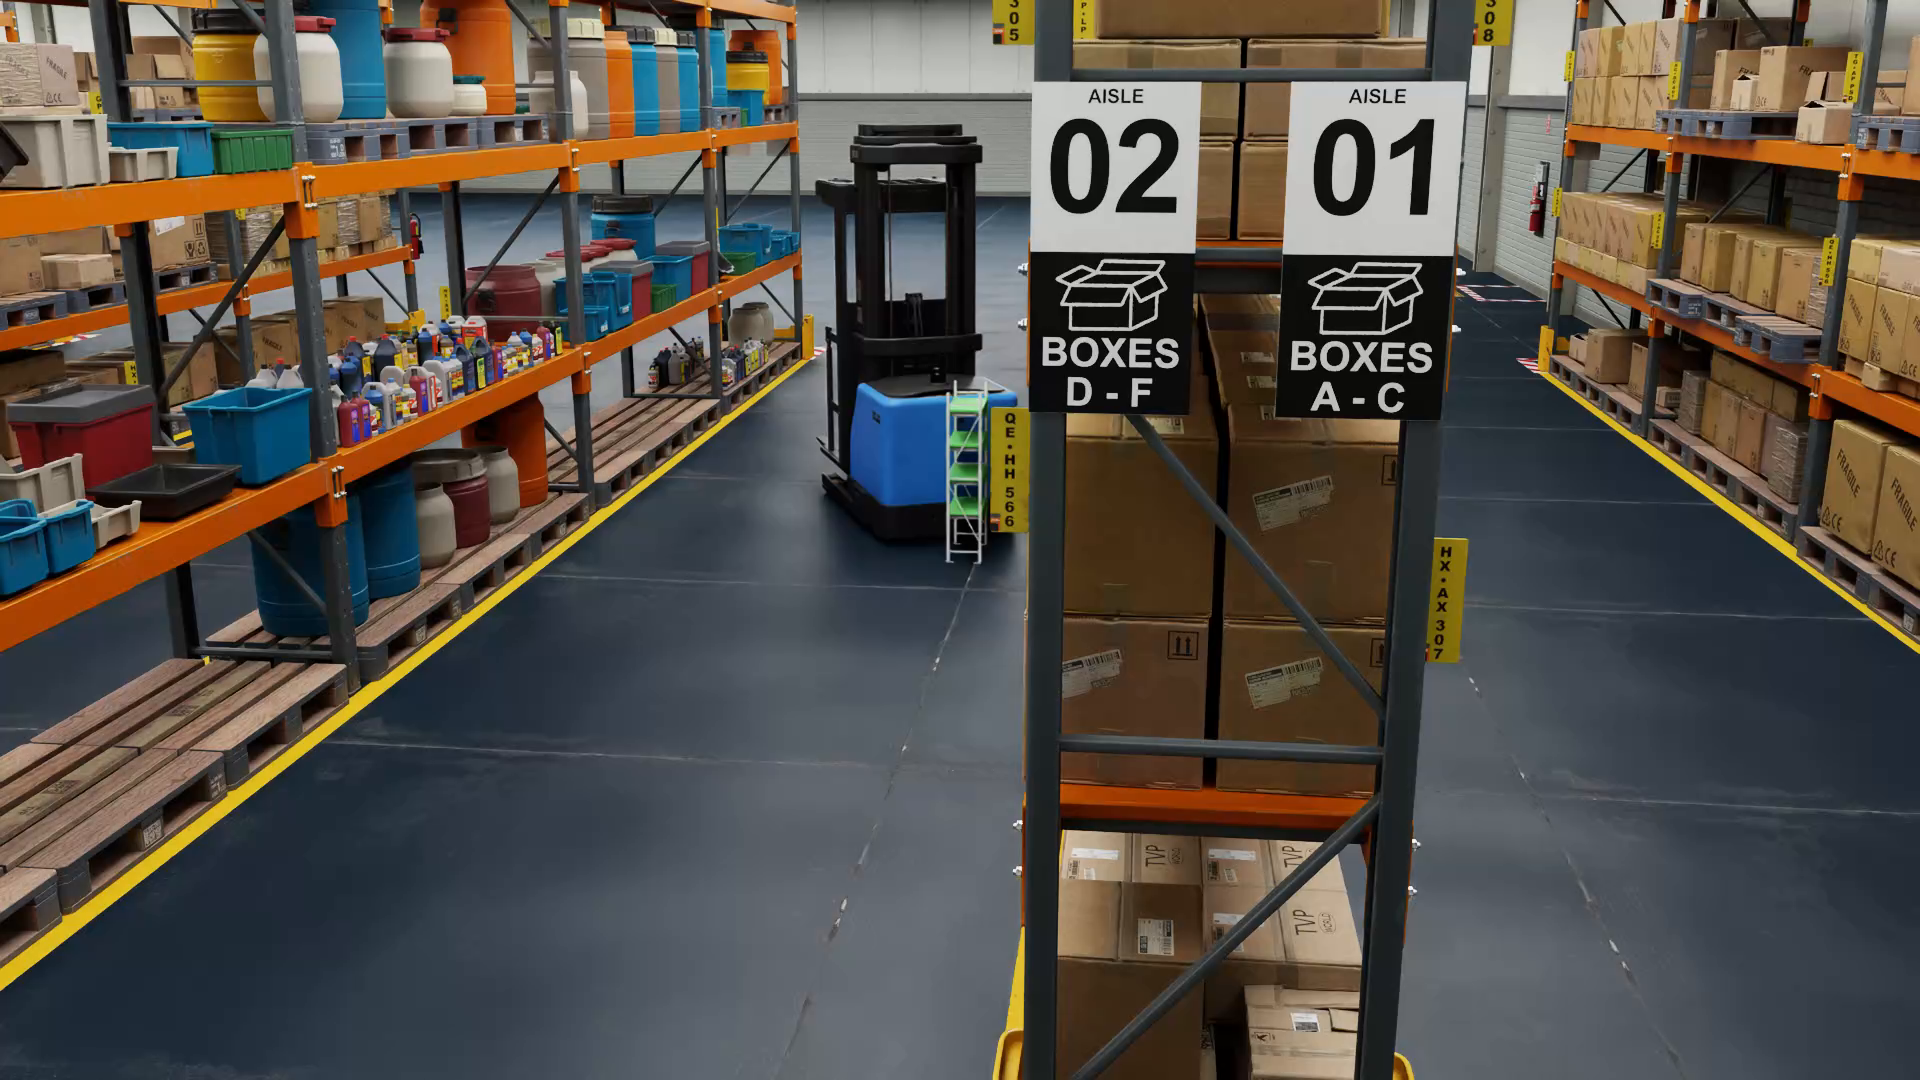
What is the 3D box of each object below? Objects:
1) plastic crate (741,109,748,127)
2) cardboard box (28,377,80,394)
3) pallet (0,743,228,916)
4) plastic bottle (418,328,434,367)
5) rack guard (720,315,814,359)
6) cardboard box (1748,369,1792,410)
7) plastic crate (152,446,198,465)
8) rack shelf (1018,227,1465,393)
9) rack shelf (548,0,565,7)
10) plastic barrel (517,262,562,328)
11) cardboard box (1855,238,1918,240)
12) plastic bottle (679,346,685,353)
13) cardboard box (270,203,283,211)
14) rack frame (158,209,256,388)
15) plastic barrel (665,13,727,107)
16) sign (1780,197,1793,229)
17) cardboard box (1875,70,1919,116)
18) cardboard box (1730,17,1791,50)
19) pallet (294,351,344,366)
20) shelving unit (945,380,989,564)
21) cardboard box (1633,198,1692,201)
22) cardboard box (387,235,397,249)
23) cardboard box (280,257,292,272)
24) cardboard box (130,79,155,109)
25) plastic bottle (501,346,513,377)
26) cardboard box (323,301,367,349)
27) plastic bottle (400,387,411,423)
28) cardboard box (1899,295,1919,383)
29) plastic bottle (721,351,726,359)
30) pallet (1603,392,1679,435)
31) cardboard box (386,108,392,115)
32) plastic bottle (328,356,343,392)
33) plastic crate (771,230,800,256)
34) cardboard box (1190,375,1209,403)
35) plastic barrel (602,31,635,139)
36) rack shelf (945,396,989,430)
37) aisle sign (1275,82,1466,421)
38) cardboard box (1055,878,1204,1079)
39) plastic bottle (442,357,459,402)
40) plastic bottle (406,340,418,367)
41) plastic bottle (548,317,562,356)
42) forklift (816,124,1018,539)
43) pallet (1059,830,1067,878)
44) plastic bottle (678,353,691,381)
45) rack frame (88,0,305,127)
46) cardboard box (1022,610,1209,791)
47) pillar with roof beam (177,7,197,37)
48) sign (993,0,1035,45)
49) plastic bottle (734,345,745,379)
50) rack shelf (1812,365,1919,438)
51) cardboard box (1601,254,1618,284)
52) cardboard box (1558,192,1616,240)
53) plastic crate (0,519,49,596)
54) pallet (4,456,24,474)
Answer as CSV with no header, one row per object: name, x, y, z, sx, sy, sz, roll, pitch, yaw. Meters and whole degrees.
plastic crate,-2.441,-4.451,17.534,0.336,0.188,0.450,2,15,6
cardboard box,-8.157,-1.136,14.564,0.700,0.500,0.500,0,15,2
pallet,-3.972,1.227,7.222,1.003,0.211,1.213,2,15,6
plastic bottle,-3.743,-1.350,11.656,0.097,0.271,0.097,0,15,0
rack guard,-2.400,-2.513,20.499,1.175,0.500,0.348,2,15,6
cardboard box,6.712,-1.210,13.399,0.500,0.250,0.500,2,15,6
plastic crate,-3.987,-0.414,8.336,0.396,0.136,0.243,2,15,6
rack shelf,0.903,-1.064,5.982,1.077,0.370,4.000,2,15,6
rack shelf,-3.567,-3.503,10.022,1.077,0.370,4.000,2,15,6
plastic barrel,-3.437,-1.993,13.573,0.421,0.512,0.421,0,15,0
cardboard box,6.512,-2.038,11.677,0.380,0.149,0.250,0,15,-1
plastic bottle,-3.023,-1.952,18.010,0.152,0.276,0.135,2,15,7
cardboard box,-7.453,-3.763,17.655,0.500,0.500,0.500,2,15,6
rack frame,-7.811,-2.849,16.953,1.000,3.000,0.127,2,15,6
plastic barrel,-2.671,-4.851,16.845,0.600,0.901,0.708,2,15,6
sign,7.506,-2.955,15.127,0.100,0.325,0.005,2,15,6
cardboard box,6.812,-3.060,11.757,0.500,0.500,0.500,2,15,6
cardboard box,7.293,-4.519,15.236,0.500,0.500,0.500,2,15,7
pallet,-7.635,-1.996,19.139,1.003,0.211,1.213,2,15,6
shelving unit,0.053,-0.480,11.639,0.258,1.200,0.503,1,15,5
cardboard box,7.443,-3.355,17.637,0.500,0.500,0.500,1,15,5
cardboard box,-7.187,-3.686,20.527,0.380,0.149,0.250,2,15,6
cardboard box,-7.427,-2.970,17.882,0.380,0.149,0.250,2,15,6
cardboard box,-7.818,-4.189,15.612,0.396,0.266,0.258,2,15,8
plastic bottle,-3.086,-1.212,11.279,0.097,0.201,0.097,0,15,0
cardboard box,-7.480,-2.565,19.887,0.500,0.500,0.500,6,16,21
plastic bottle,-3.269,-0.791,9.722,0.097,0.201,0.097,0,15,0
cardboard box,6.068,-1.193,10.028,0.500,0.500,0.500,2,15,6
plastic bottle,-2.530,-1.839,17.447,0.144,0.351,0.185,2,15,6
pallet,6.995,-1.241,16.347,1.003,0.211,1.213,2,15,6
cardboard box,-7.162,-5.130,19.928,0.500,0.250,0.500,2,15,8
plastic bottle,-3.930,-1.001,10.356,0.152,0.276,0.135,2,15,6
plastic crate,-2.198,-3.531,19.757,0.499,0.251,0.616,2,15,6
cardboard box,0.511,-0.230,5.159,0.500,0.500,0.500,2,15,8
plastic barrel,-2.959,-3.698,13.521,0.600,0.830,0.708,2,15,6
rack shelf,0.053,-0.882,11.531,0.258,0.148,0.480,1,15,5
aisle sign,0.962,-0.673,3.924,0.394,0.787,0.004,2,15,6
cardboard box,0.494,1.402,5.178,0.500,0.500,0.500,2,15,6
plastic bottle,-3.191,-1.005,10.379,0.097,0.271,0.097,0,15,0
plastic bottle,-3.819,-1.284,11.543,0.097,0.201,0.097,0,15,0
plastic bottle,-2.963,-1.492,12.158,0.061,0.283,0.133,2,15,6
forklift,-0.490,-1.765,13.074,1.130,2.935,3.031,-5,16,-17
pallet,0.915,1.360,6.729,1.003,0.211,1.213,2,15,6
plastic bottle,-2.932,-1.829,17.553,0.152,0.276,0.135,2,15,6
rack frame,-3.792,-3.525,7.958,1.000,3.000,0.127,2,15,6
cardboard box,0.458,0.383,4.807,0.500,0.500,0.500,2,15,8
pillar with roof beam,-16.127,-13.164,43.605,9.100,9.000,0.400,2,15,6
sign,0.128,-1.341,3.933,0.100,0.325,0.005,2,15,6
plastic bottle,-2.365,-1.883,17.612,0.144,0.351,0.185,1,15,4
rack shelf,6.277,-0.508,9.674,1.077,0.370,4.000,2,15,6
cardboard box,6.812,-2.741,16.800,0.500,0.250,0.500,2,15,6
cardboard box,7.053,-3.634,18.665,0.500,0.500,0.500,2,15,6
plastic crate,-3.740,0.065,6.382,0.416,0.233,0.300,2,15,6
pallet,-8.173,-0.669,14.230,1.003,0.211,1.213,2,15,6
